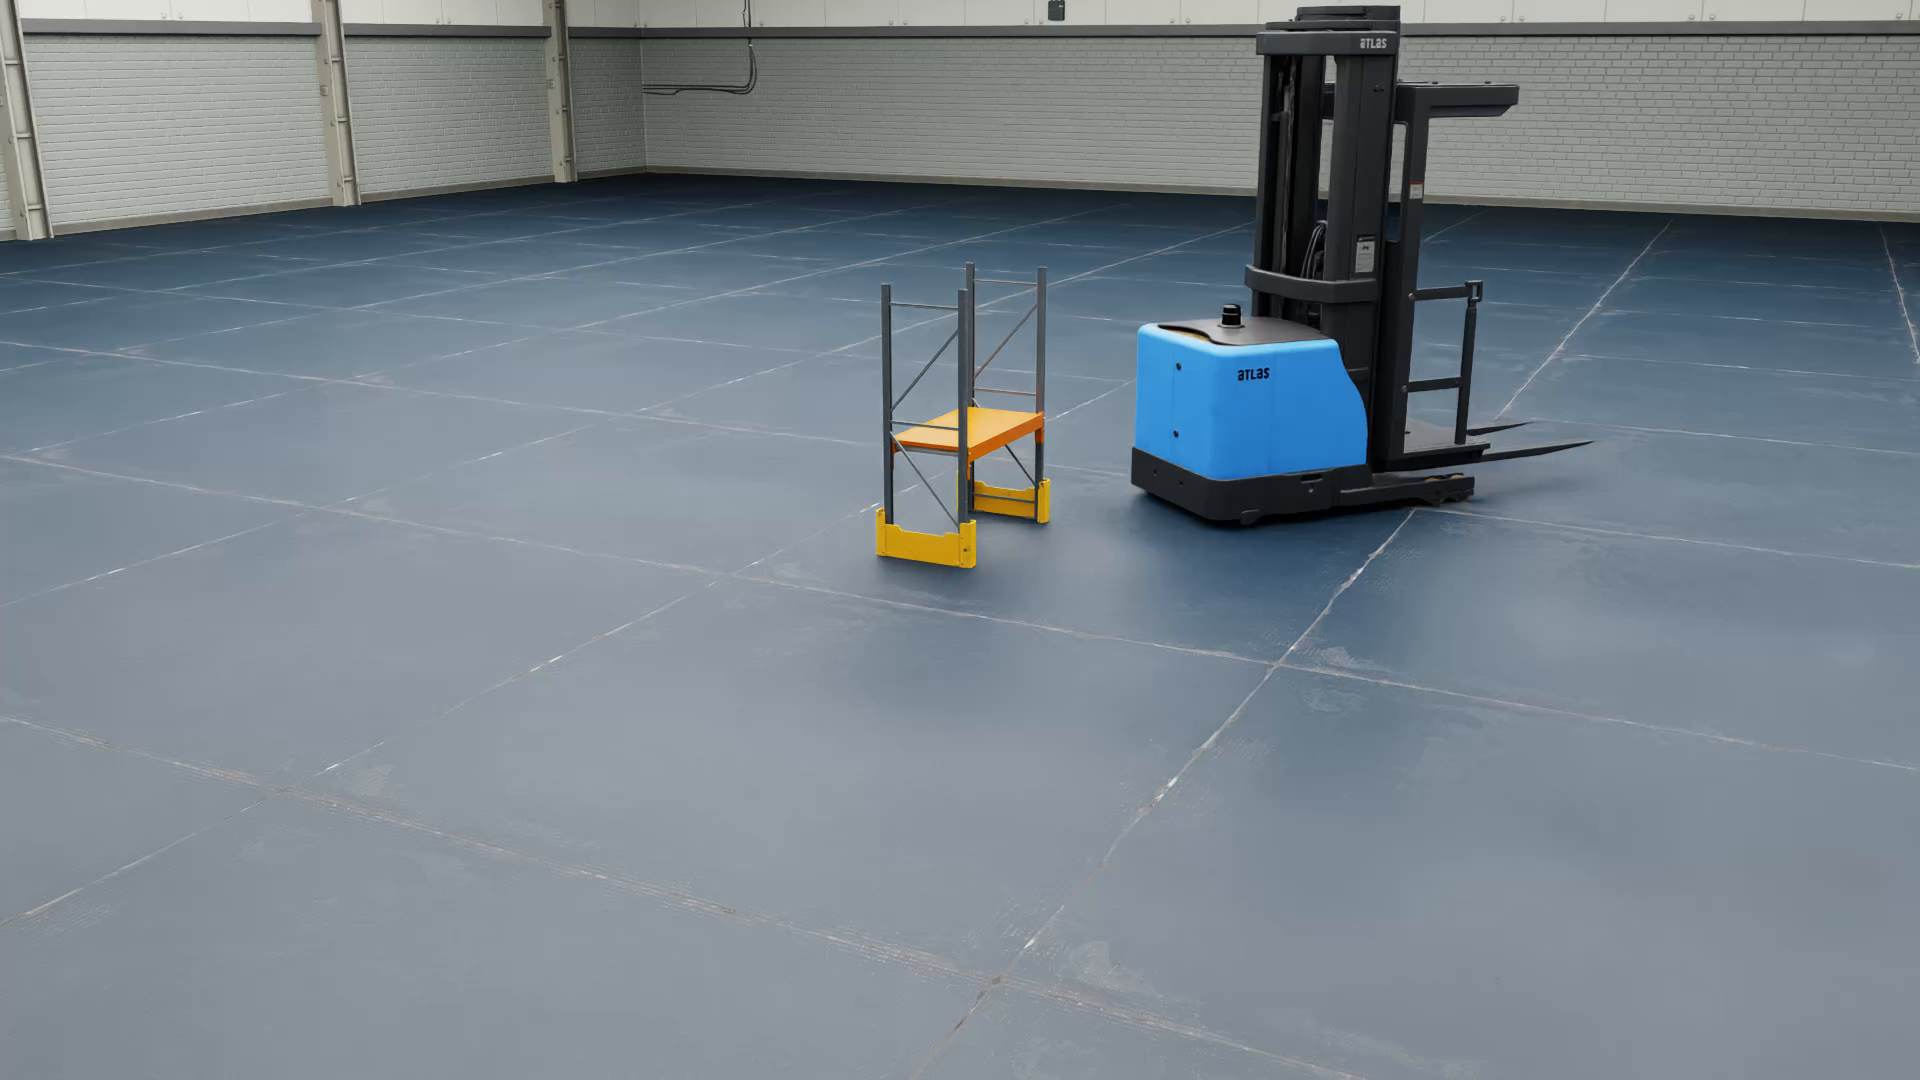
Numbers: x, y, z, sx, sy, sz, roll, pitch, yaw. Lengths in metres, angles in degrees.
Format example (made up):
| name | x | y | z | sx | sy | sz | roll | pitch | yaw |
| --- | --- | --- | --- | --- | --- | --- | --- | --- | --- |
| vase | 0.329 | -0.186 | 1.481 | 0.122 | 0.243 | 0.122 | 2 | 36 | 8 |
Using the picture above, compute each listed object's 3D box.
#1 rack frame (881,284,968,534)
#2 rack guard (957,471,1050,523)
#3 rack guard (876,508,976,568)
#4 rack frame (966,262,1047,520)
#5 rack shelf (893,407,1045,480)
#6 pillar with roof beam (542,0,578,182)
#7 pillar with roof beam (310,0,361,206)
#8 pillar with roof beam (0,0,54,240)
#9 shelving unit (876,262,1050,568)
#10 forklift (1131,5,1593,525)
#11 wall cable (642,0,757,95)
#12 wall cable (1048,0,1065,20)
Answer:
| name | x | y | z | sx | sy | sz | roll | pitch | yaw |
| --- | --- | --- | --- | --- | --- | --- | --- | --- | --- |
| rack frame | -0.189 | -0.611 | 8.948 | 0.500 | 1.500 | 0.032 | 8 | 18 | 25 |
| rack guard | 0.257 | -0.266 | 9.981 | 0.587 | 0.250 | 0.087 | 8 | 18 | 25 |
| rack guard | -0.188 | -0.012 | 9.127 | 0.587 | 0.250 | 0.087 | 8 | 18 | 25 |
| rack frame | 0.265 | -0.870 | 9.820 | 0.500 | 1.500 | 0.032 | 8 | 18 | 25 |
| rack shelf | 0.038 | -0.568 | 9.435 | 0.538 | 0.185 | 1.000 | 8 | 18 | 25 |
| pillar with roof beam | -4.384 | -11.255 | 31.615 | 9.100 | 9.000 | 0.400 | 8 | 18 | 25 |
| pillar with roof beam | -7.065 | -9.727 | 26.469 | 9.100 | 9.000 | 0.400 | 8 | 18 | 25 |
| pillar with roof beam | -9.746 | -8.199 | 21.324 | 9.100 | 9.000 | 0.400 | 8 | 18 | 25 |
| shelving unit | 0.034 | -0.738 | 9.376 | 0.587 | 1.500 | 1.083 | 8 | 18 | 25 |
| forklift | 2.640 | -1.751 | 10.270 | 3.031 | 2.935 | 1.130 | -7 | 18 | -23 |
| wall cable | -5.736 | -10.897 | 35.861 | 3.097 | 2.526 | 0.112 | 8 | 18 | 25 |
| wall cable | 2.750 | -12.804 | 30.854 | 2.305 | 6.003 | 0.169 | 8 | 18 | 25 |
